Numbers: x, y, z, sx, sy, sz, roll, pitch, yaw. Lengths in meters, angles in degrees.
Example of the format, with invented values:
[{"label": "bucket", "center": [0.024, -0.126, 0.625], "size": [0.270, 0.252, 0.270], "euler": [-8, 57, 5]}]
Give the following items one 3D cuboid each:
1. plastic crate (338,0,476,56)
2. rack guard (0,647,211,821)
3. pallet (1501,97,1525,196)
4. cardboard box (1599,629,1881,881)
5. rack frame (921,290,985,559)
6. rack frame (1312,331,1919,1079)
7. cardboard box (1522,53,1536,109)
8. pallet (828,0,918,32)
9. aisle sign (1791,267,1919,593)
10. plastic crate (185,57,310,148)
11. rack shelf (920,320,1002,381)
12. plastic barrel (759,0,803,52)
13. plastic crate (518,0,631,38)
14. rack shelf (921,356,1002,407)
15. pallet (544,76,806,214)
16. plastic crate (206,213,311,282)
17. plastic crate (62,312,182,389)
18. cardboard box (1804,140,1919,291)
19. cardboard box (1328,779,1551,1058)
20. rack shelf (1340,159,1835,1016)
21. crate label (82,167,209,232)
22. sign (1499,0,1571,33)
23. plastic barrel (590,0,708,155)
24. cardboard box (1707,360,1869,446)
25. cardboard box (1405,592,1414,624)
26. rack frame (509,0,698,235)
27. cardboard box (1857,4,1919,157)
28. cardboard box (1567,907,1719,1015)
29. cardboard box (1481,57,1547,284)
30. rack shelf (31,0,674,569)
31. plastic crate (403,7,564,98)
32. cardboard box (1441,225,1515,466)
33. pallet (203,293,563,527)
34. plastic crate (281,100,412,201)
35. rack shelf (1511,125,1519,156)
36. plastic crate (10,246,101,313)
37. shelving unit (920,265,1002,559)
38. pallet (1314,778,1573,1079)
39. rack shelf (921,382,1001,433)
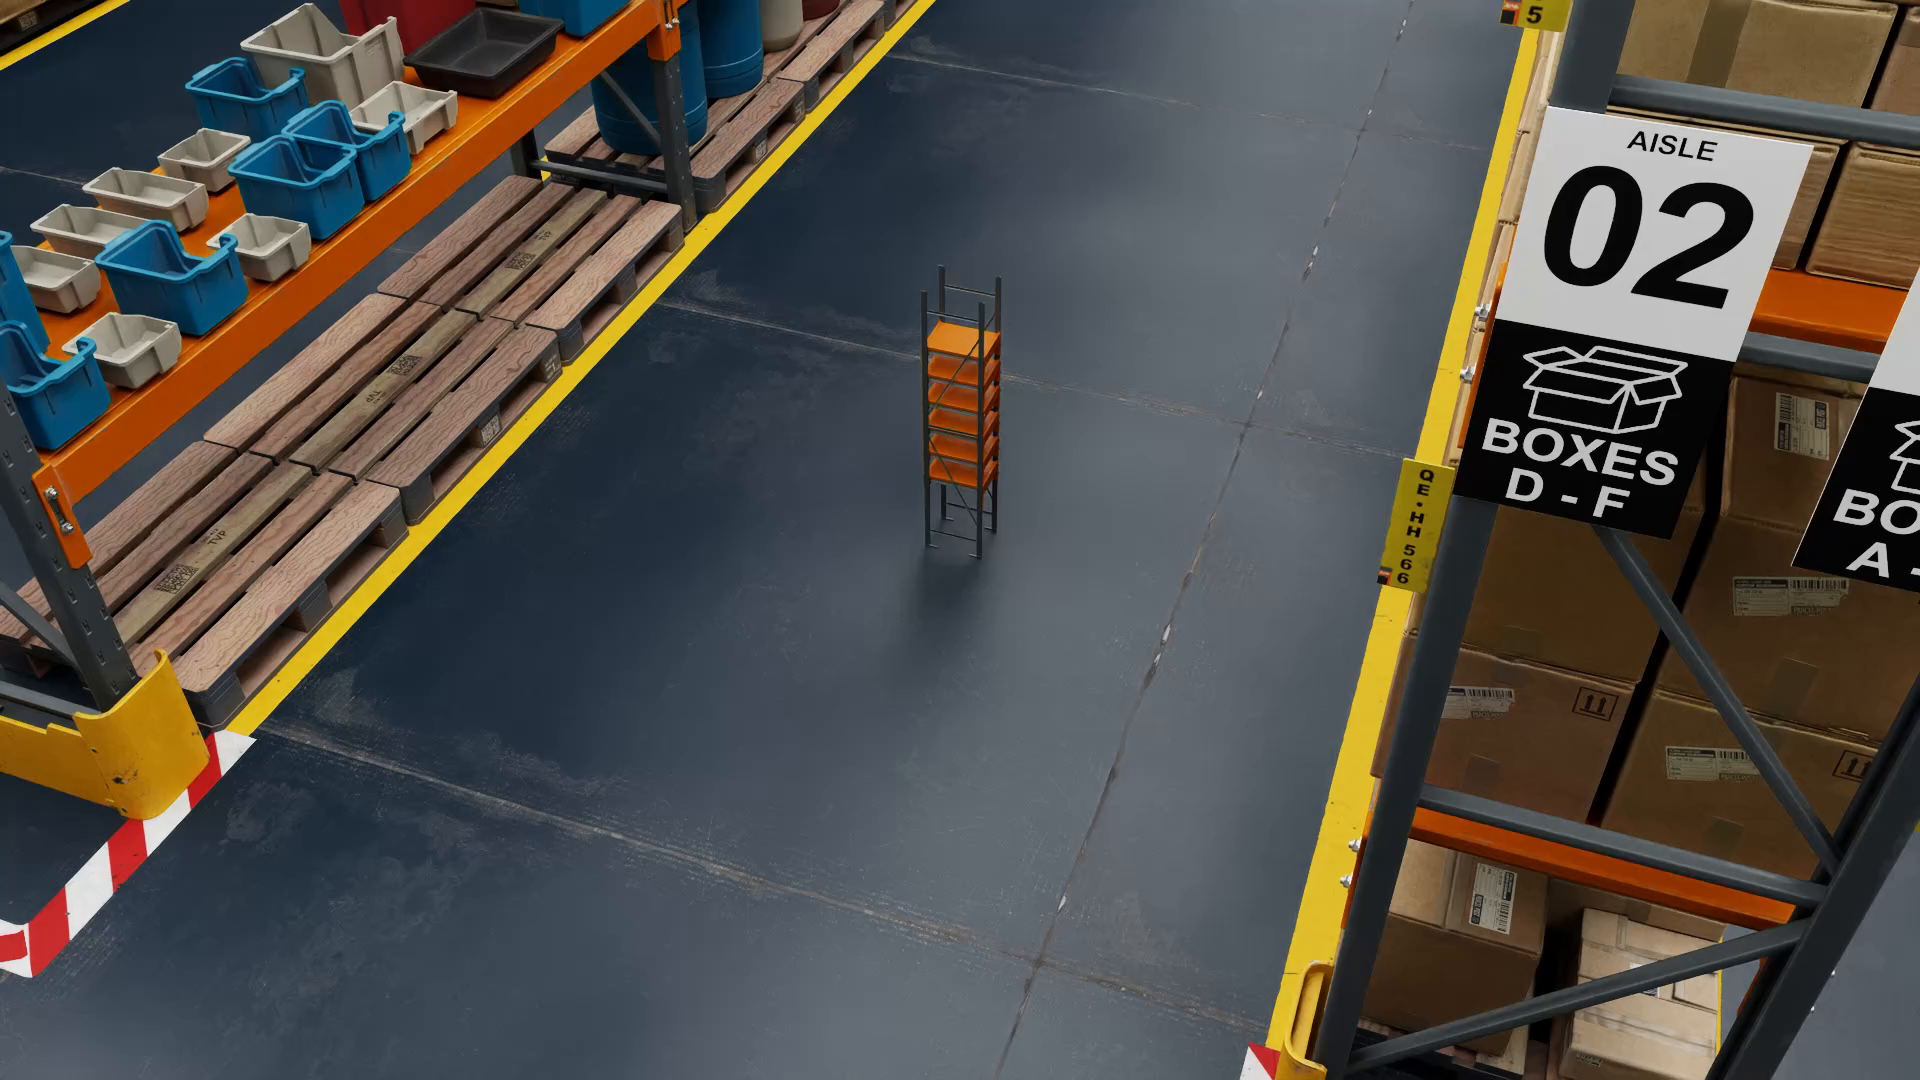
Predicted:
[{"label": "plastic crate", "center": [-2.401, -2.428, 7.189], "size": [0.402, 0.464, 0.583], "euler": [13, 42, 15]}, {"label": "rack guard", "center": [-3.223, 0.539, 5.733], "size": [1.175, 0.500, 0.348], "euler": [13, 42, 15]}, {"label": "pallet", "center": [3.452, -1.958, 8.882], "size": [1.003, 0.211, 1.213], "euler": [13, 42, 15]}, {"label": "cardboard box", "center": [1.826, 0.422, 3.867], "size": [0.500, 0.500, 0.500], "euler": [14, 42, 16]}, {"label": "rack frame", "center": [-0.026, -0.409, 6.306], "size": [0.240, 1.200, 0.006], "euler": [13, 42, 15]}, {"label": "rack frame", "center": [1.426, 0.672, 3.651], "size": [1.000, 3.000, 0.127], "euler": [13, 42, 15]}, {"label": "cardboard box", "center": [3.214, -2.265, 8.680], "size": [0.500, 0.500, 0.500], "euler": [12, 42, 14]}, {"label": "pallet", "center": [-0.722, -3.758, 10.992], "size": [1.003, 0.211, 1.213], "euler": [13, 42, 15]}, {"label": "aisle sign", "center": [1.679, -0.210, 2.682], "size": [0.394, 0.787, 0.004], "euler": [13, 42, 15]}, {"label": "plastic crate", "center": [-2.766, -1.698, 6.512], "size": [0.416, 0.233, 0.300], "euler": [13, 42, 15]}, {"label": "rack shelf", "center": [0.005, -0.705, 6.166], "size": [0.258, 0.103, 0.180], "euler": [13, 42, 15]}, {"label": "plastic barrel", "center": [-1.138, -3.167, 9.744], "size": [0.421, 0.512, 0.421], "euler": [0, 40, 0]}, {"label": "plastic crate", "center": [-1.699, -2.526, 7.365], "size": [0.392, 0.384, 0.575], "euler": [13, 42, 15]}, {"label": "rack shelf", "center": [0.005, -0.614, 6.244], "size": [0.258, 0.103, 0.180], "euler": [13, 42, 15]}, {"label": "pallet", "center": [-1.556, -2.270, 9.248], "size": [1.003, 0.211, 1.213], "euler": [13, 42, 15]}, {"label": "plastic crate", "center": [-2.414, -1.021, 5.792], "size": [0.250, 0.136, 0.298], "euler": [13, 42, 15]}, {"label": "plastic crate", "center": [-2.646, -0.607, 5.307], "size": [0.250, 0.136, 0.298], "euler": [13, 42, 15]}, {"label": "cardboard box", "center": [1.841, -0.669, 3.027], "size": [0.500, 0.250, 0.500], "euler": [13, 42, 15]}, {"label": "cardboard box", "center": [1.381, 1.069, 4.773], "size": [0.500, 0.500, 0.500], "euler": [13, 42, 15]}, {"label": "rack shelf", "center": [2.110, -0.274, 5.314], "size": [1.077, 0.370, 4.000], "euler": [13, 42, 15]}, {"label": "crate label", "center": [-2.934, -1.239, 6.048], "size": [0.396, 0.136, 0.243], "euler": [13, 42, 15]}, {"label": "sign", "center": [0.911, -0.941, 2.549], "size": [0.100, 0.325, 0.005], "euler": [13, 42, 15]}, {"label": "plastic barrel", "center": [-1.657, -2.559, 8.731], "size": [0.600, 0.901, 0.708], "euler": [13, 42, 15]}, {"label": "cardboard box", "center": [1.997, -0.279, 3.919], "size": [0.500, 0.500, 0.500], "euler": [14, 42, 16]}, {"label": "cardboard box", "center": [1.498, -0.017, 4.382], "size": [0.500, 0.500, 0.500], "euler": [14, 42, 15]}, {"label": "rack frame", "center": [-1.860, -2.869, 7.802], "size": [1.000, 3.000, 0.127], "euler": [13, 42, 15]}, {"label": "cardboard box", "center": [1.846, -0.858, 2.864], "size": [0.500, 0.250, 0.500], "euler": [13, 42, 15]}, {"label": "cardboard box", "center": [1.978, 1.251, 4.817], "size": [0.380, 0.166, 0.250], "euler": [13, 42, 15]}, {"label": "cardboard box", "center": [1.840, -1.018, 4.784], "size": [0.500, 0.500, 0.500], "euler": [15, 43, 16]}, {"label": "rack shelf", "center": [-2.543, -1.376, 6.606], "size": [1.077, 0.370, 4.000], "euler": [13, 42, 15]}, {"label": "plastic crate", "center": [-1.990, -2.045, 7.002], "size": [0.437, 0.125, 0.590], "euler": [13, 42, 15]}, {"label": "cardboard box", "center": [1.492, -0.387, 4.045], "size": [0.500, 0.500, 0.500], "euler": [14, 43, 16]}, {"label": "pallet", "center": [-2.490, -0.605, 7.296], "size": [1.003, 0.211, 1.213], "euler": [13, 42, 15]}, {"label": "plastic crate", "center": [-2.281, -1.452, 6.224], "size": [0.416, 0.233, 0.300], "euler": [13, 42, 15]}, {"label": "rack shelf", "center": [3.478, -2.714, 8.174], "size": [1.077, 0.370, 4.000], "euler": [13, 42, 15]}, {"label": "plastic crate", "center": [-3.119, -0.890, 5.639], "size": [0.396, 0.136, 0.243], "euler": [13, 42, 15]}, {"label": "shelving unit", "center": [0.005, -0.465, 6.371], "size": [0.258, 1.200, 0.189], "euler": [13, 42, 15]}, {"label": "pallet", "center": [1.724, 1.200, 5.181], "size": [1.003, 0.211, 1.213], "euler": [13, 42, 15]}, {"label": "rack shelf", "center": [0.005, -0.523, 6.322], "size": [0.258, 0.103, 0.180], "euler": [13, 42, 15]}]
